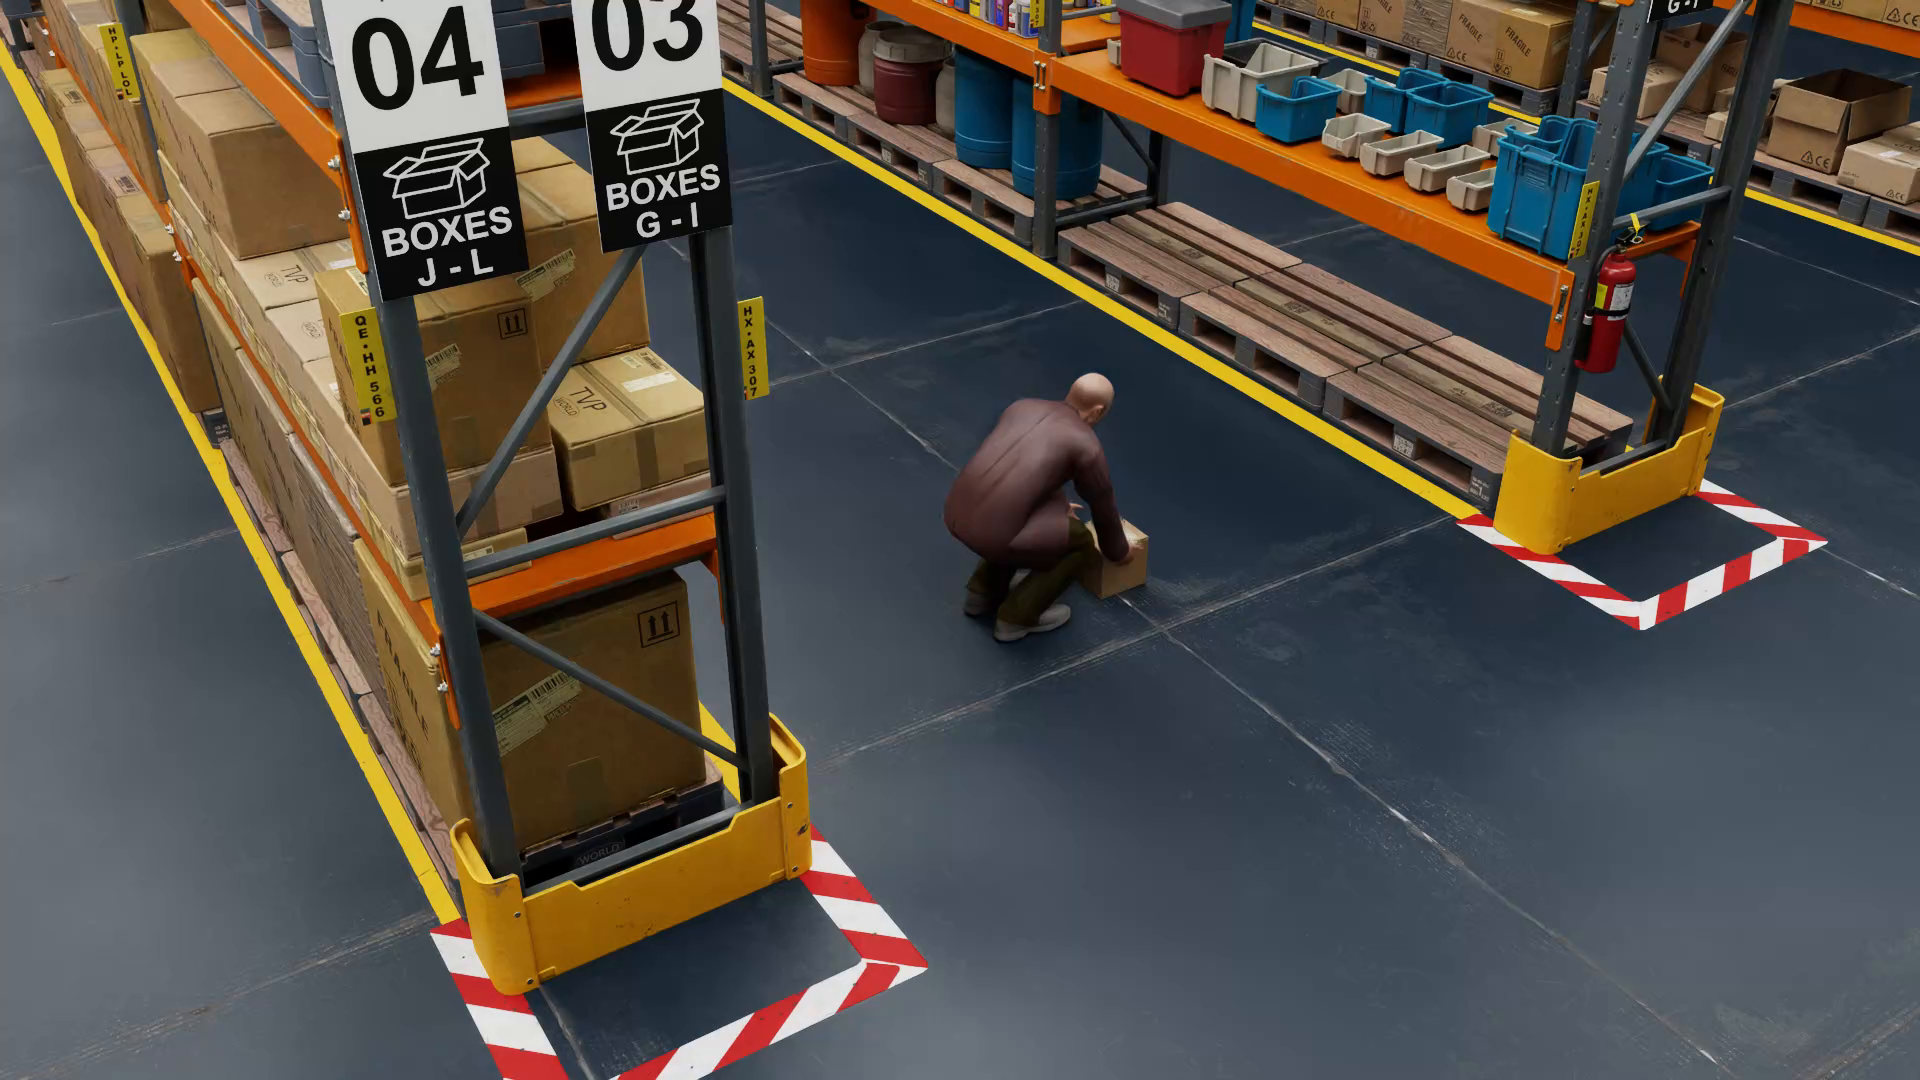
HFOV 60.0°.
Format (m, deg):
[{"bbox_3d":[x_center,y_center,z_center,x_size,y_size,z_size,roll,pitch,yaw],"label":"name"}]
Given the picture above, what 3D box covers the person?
[{"bbox_3d":[0.324,-0.142,7.105,0.893,1.004,0.611,-19,37,-27],"label":"person"}]
